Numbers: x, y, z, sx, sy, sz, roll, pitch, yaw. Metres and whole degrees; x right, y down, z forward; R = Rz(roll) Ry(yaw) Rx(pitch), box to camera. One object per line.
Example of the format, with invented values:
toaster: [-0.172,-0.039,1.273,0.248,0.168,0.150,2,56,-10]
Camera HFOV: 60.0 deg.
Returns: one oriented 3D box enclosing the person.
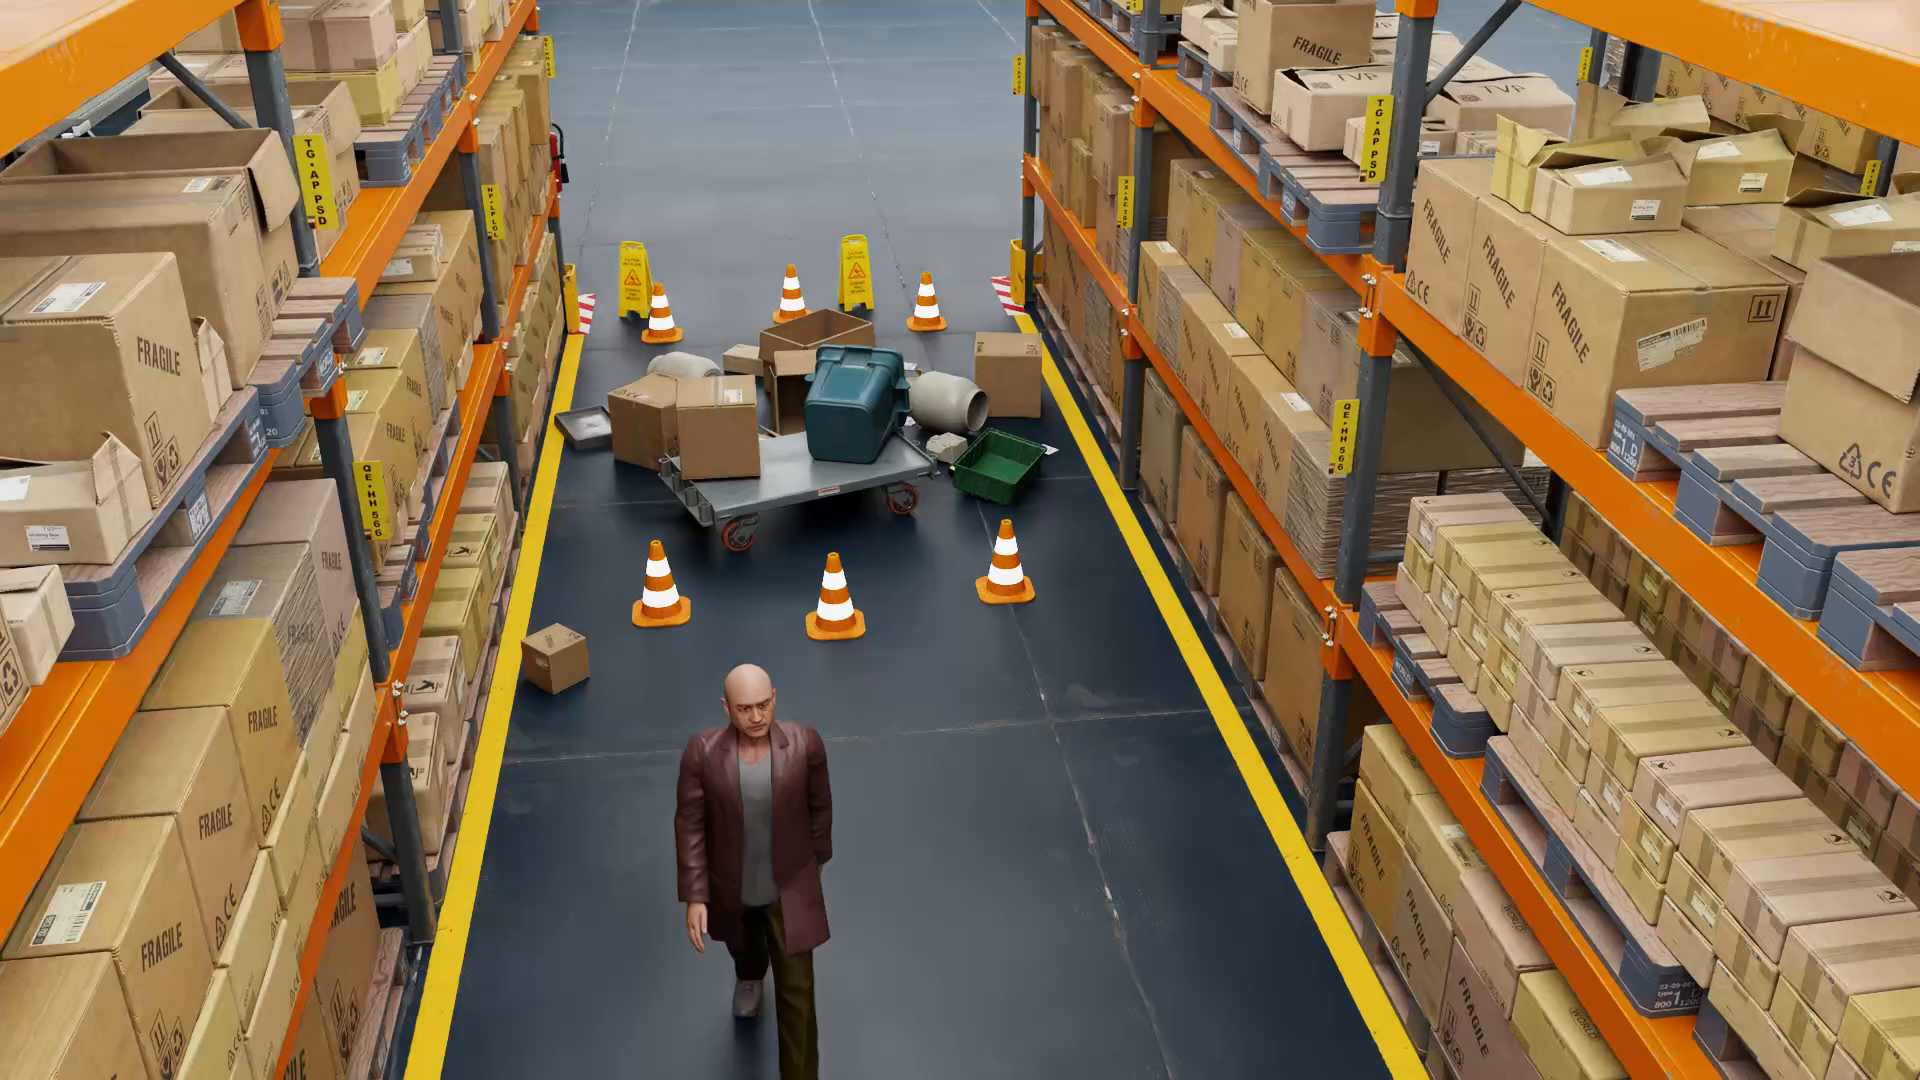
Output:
person: [-0.745,1.268,6.117,0.574,1.727,1.101,-2,27,-5]
